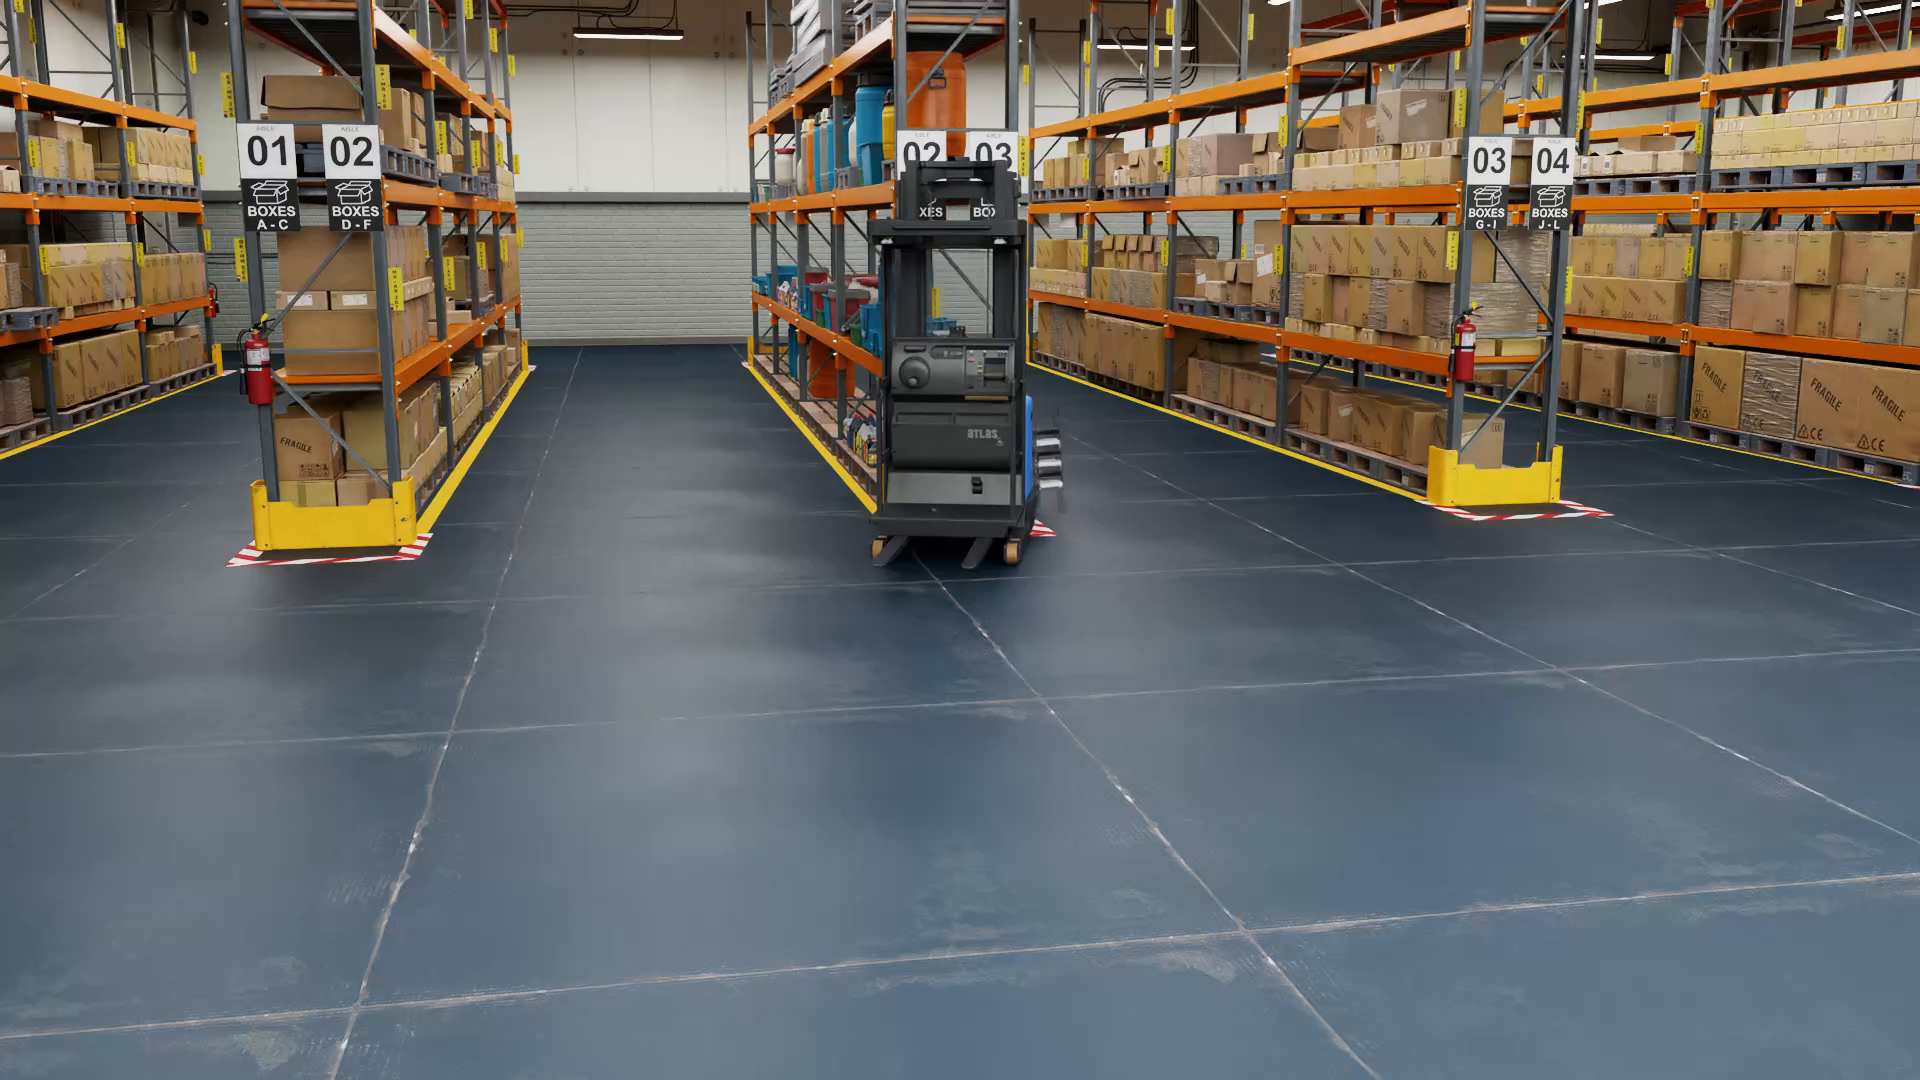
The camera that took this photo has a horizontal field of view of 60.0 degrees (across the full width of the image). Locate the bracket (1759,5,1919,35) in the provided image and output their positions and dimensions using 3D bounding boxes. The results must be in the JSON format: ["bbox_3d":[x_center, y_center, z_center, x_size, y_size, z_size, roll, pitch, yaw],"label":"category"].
[{"bbox_3d":[16.904,-9.963,31.847,0.076,0.066,4.783,-2,11,-11],"label":"bracket"}]

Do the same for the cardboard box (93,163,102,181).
[{"bbox_3d":[-12.443,-5.242,23.702,0.500,0.250,0.500,-2,11,-10],"label":"cardboard box"}]

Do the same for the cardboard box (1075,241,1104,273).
[{"bbox_3d":[2.145,-4.525,26.549,0.500,0.500,0.500,-2,11,-9],"label":"cardboard box"}]

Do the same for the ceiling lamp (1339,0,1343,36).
[{"bbox_3d":[8.539,-11.323,33.006,2.000,3.185,0.800,-2,11,-11],"label":"ceiling lamp"}]

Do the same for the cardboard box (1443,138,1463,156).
[{"bbox_3d":[4.470,-3.444,14.582,0.380,0.149,0.250,-2,11,-11],"label":"cardboard box"}]

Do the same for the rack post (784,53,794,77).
[{"bbox_3d":[-1.765,-6.137,21.577,0.954,0.300,0.937,-2,11,-11],"label":"rack post"}]

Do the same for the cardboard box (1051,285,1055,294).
[{"bbox_3d":[1.764,-4.261,28.232,0.380,0.149,0.250,-2,11,-12],"label":"cardboard box"}]

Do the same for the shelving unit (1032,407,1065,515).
[{"bbox_3d":[0.749,-0.682,14.301,0.210,0.900,0.258,-5,8,-7],"label":"shelving unit"}]

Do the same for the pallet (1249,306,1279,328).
[{"bbox_3d":[4.046,-2.594,19.315,1.003,0.211,1.213,-2,11,-11],"label":"pallet"}]

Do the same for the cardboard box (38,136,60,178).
[{"bbox_3d":[-11.702,-4.759,20.709,0.700,0.500,0.500,-2,11,-8],"label":"cardboard box"}]

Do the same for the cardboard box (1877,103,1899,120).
[{"bbox_3d":[9.168,-4.158,16.145,0.380,0.149,0.250,-2,11,-10],"label":"cardboard box"}]

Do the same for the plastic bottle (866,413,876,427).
[{"bbox_3d":[-0.915,-1.119,16.963,0.144,0.351,0.185,-2,11,-11],"label":"plastic bottle"}]

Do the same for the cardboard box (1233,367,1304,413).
[{"bbox_3d":[3.770,-1.835,20.323,0.700,0.500,0.500,-3,11,-16],"label":"cardboard box"}]

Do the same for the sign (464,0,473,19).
[{"bbox_3d":[-5.900,-6.421,19.944,0.100,0.325,0.005,-2,11,-11],"label":"sign"}]

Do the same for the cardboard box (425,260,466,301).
[{"bbox_3d":[-6.677,-3.283,21.034,0.700,0.500,0.500,-6,12,-30],"label":"cardboard box"}]

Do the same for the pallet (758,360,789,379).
[{"bbox_3d":[-2.784,-2.818,27.435,1.003,0.211,1.213,-2,11,-11],"label":"pallet"}]

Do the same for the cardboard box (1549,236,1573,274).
[{"bbox_3d":[8.336,-3.803,22.213,0.700,0.500,0.500,-2,11,-12],"label":"cardboard box"}]

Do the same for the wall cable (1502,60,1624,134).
[{"bbox_3d":[13.535,-9.224,37.489,2.988,3.039,0.133,-2,11,-11],"label":"wall cable"}]

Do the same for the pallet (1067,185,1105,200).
[{"bbox_3d":[2.347,-5.590,26.760,1.003,0.211,1.213,-2,11,-11],"label":"pallet"}]

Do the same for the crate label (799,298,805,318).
[{"bbox_3d":[-1.870,-2.923,20.979,0.303,0.233,0.416,-2,11,-11],"label":"crate label"}]

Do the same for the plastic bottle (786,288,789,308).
[{"bbox_3d":[-2.406,-3.415,23.462,0.097,0.271,0.097,0,11,0],"label":"plastic bottle"}]

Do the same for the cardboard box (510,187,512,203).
[{"bbox_3d":[-7.554,-5.607,27.012,0.500,0.250,0.500,-2,11,-11],"label":"cardboard box"}]

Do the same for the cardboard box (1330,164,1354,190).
[{"bbox_3d":[4.083,-3.662,16.794,0.500,0.250,0.500,-3,11,-13],"label":"cardboard box"}]

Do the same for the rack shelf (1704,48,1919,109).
[{"bbox_3d":[9.326,-4.735,16.999,1.077,0.370,4.000,-2,11,-11],"label":"rack shelf"}]

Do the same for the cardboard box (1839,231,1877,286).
[{"bbox_3d":[9.508,-2.850,16.856,0.875,0.550,0.550,-2,11,-11],"label":"cardboard box"}]

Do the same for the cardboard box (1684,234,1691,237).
[{"bbox_3d":[12.147,-4.727,27.068,0.500,0.500,0.500,-2,11,-11],"label":"cardboard box"}]

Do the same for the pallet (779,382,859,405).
[{"bbox_3d":[-2.012,-2.093,23.626,1.003,0.211,1.213,-2,11,-11],"label":"pallet"}]

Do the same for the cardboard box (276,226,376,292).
[{"bbox_3d":[-4.976,-2.232,13.162,0.700,0.500,0.500,-2,11,-11],"label":"cardboard box"}]

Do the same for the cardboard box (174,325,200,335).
[{"bbox_3d":[-12.420,-3.358,26.646,0.380,0.149,0.250,-2,11,-12],"label":"cardboard box"}]

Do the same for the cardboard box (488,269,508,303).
[{"bbox_3d":[-7.053,-3.803,24.886,0.500,0.500,0.500,-2,11,-10],"label":"cardboard box"}]

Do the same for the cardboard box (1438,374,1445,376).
[{"bbox_3d":[7.559,-2.719,25.023,0.500,0.500,0.500,-3,11,-14],"label":"cardboard box"}]

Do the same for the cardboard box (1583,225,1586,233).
[{"bbox_3d":[11.474,-5.649,30.178,0.380,0.149,0.250,-2,11,-10],"label":"cardboard box"}]

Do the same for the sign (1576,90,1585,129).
[{"bbox_3d":[5.362,-3.732,14.420,0.100,0.325,0.005,-2,11,-11],"label":"sign"}]

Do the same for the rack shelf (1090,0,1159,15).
[{"bbox_3d":[2.885,-7.869,23.510,1.077,0.370,4.000,-2,11,-11],"label":"rack shelf"}]

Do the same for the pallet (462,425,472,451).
[{"bbox_3d":[-6.088,-1.171,18.785,1.003,0.211,1.213,-2,11,-11],"label":"pallet"}]

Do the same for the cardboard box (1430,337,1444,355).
[{"bbox_3d":[4.524,-1.776,15.178,0.380,0.149,0.250,-2,11,-11],"label":"cardboard box"}]

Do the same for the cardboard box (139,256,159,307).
[{"bbox_3d":[-12.169,-3.717,23.900,0.980,0.700,0.700,-2,11,-10],"label":"cardboard box"}]

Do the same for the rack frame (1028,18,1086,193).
[{"bbox_3d":[1.718,-7.691,29.535,1.000,3.000,0.127,-2,11,-11],"label":"rack frame"}]

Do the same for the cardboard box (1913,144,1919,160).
[{"bbox_3d":[9.270,-3.671,15.721,0.380,0.149,0.250,-2,11,-11],"label":"cardboard box"}]

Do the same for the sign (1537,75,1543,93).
[{"bbox_3d":[10.893,-8.569,31.226,0.100,0.325,0.005,-2,11,-11],"label":"sign"}]

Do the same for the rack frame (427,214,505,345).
[{"bbox_3d":[-7.222,-3.650,24.352,1.000,3.000,0.127,-2,11,-11],"label":"rack frame"}]

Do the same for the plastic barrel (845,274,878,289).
[{"bbox_3d":[-1.197,-3.089,21.039,0.600,0.536,0.708,-2,11,-11],"label":"plastic barrel"}]

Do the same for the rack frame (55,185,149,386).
[{"bbox_3d":[-12.080,-3.469,23.402,1.000,3.000,0.127,-2,11,-11],"label":"rack frame"}]

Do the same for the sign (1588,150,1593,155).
[{"bbox_3d":[8.705,-5.223,22.999,0.100,0.325,0.005,-2,11,-11],"label":"sign"}]

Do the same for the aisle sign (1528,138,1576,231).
[{"bbox_3d":[5.137,-3.086,14.433,0.394,0.787,0.004,-2,11,-11],"label":"aisle sign"}]

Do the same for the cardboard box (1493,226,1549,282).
[{"bbox_3d":[4.991,-2.606,15.129,0.500,0.500,0.500,-2,11,-11],"label":"cardboard box"}]

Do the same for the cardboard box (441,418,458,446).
[{"bbox_3d":[-5.501,-1.122,17.297,0.500,0.250,0.500,-2,11,-12],"label":"cardboard box"}]

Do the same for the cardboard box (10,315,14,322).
[{"bbox_3d":[-11.139,-2.691,19.931,0.380,0.149,0.250,-2,11,-12],"label":"cardboard box"}]

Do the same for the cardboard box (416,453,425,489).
[{"bbox_3d":[-4.971,-0.595,14.529,0.500,0.250,0.500,-2,11,-11],"label":"cardboard box"}]

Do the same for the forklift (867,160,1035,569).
[{"bbox_3d":[-0.073,-1.324,12.314,1.130,2.935,3.031,1,11,7],"label":"forklift"}]

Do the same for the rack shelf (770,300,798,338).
[{"bbox_3d":[-1.973,-3.109,23.435,1.077,0.370,4.000,-2,11,-11],"label":"rack shelf"}]

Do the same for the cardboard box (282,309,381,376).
[{"bbox_3d":[-4.966,-1.585,13.232,0.700,0.500,0.500,-2,11,-11],"label":"cardboard box"}]

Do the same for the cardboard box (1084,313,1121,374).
[{"bbox_3d":[2.640,-3.056,25.788,1.225,0.875,0.875,-2,11,-11],"label":"cardboard box"}]

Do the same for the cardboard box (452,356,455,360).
[{"bbox_3d":[-6.956,-2.163,22.046,0.500,0.500,0.500,-3,11,-13],"label":"cardboard box"}]

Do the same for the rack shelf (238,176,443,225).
[{"bbox_3d":[-5.277,-2.936,14.503,1.077,0.370,4.000,-2,11,-11],"label":"rack shelf"}]
